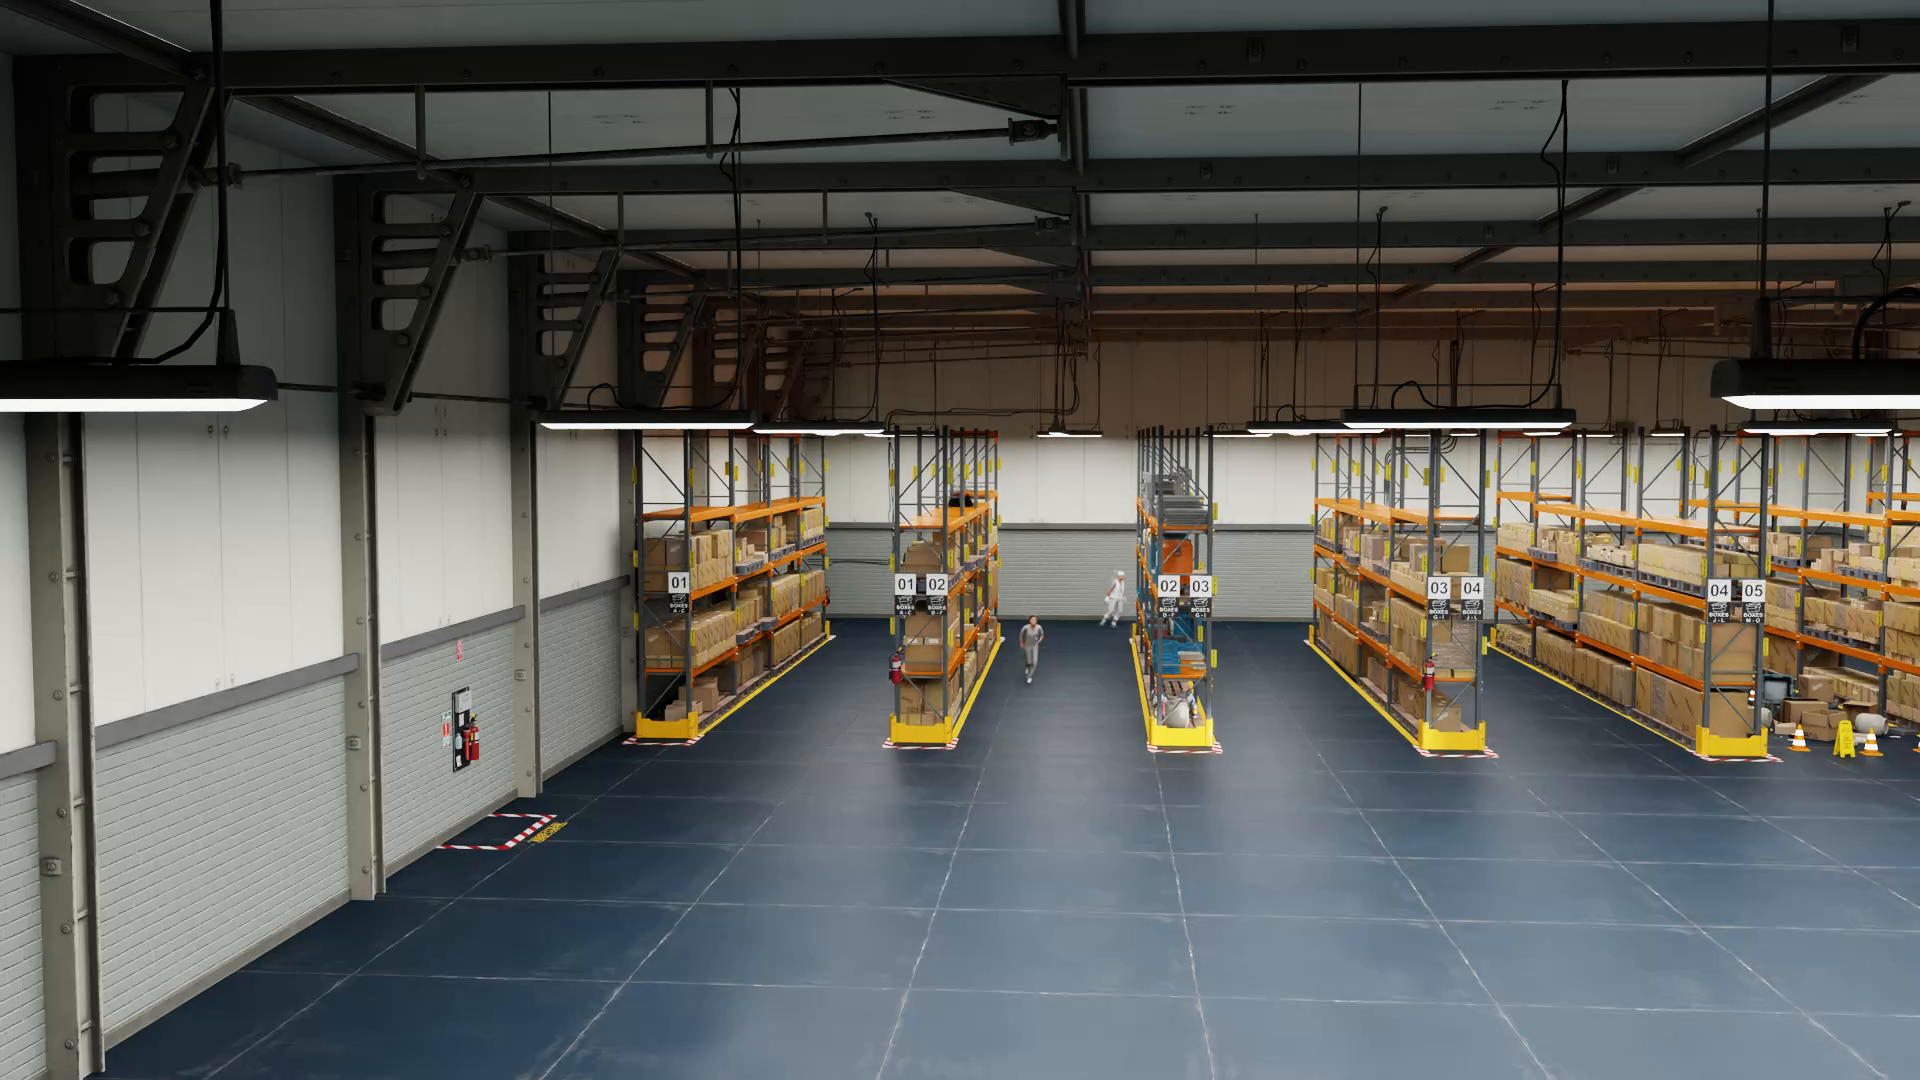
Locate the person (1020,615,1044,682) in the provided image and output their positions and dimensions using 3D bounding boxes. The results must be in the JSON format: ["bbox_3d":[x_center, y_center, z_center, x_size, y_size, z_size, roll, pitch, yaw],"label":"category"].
[{"bbox_3d":[1.699,2.560,39.347,0.530,1.607,0.665,-1,4,-14],"label":"person"}]

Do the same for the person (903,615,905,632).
[{"bbox_3d":[-1.288,2.299,43.918,0.448,1.606,0.788,0,3,-1],"label":"person"}]

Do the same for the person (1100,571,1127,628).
[{"bbox_3d":[4.700,1.817,50.768,0.852,1.746,0.615,-2,4,-36],"label":"person"}]
